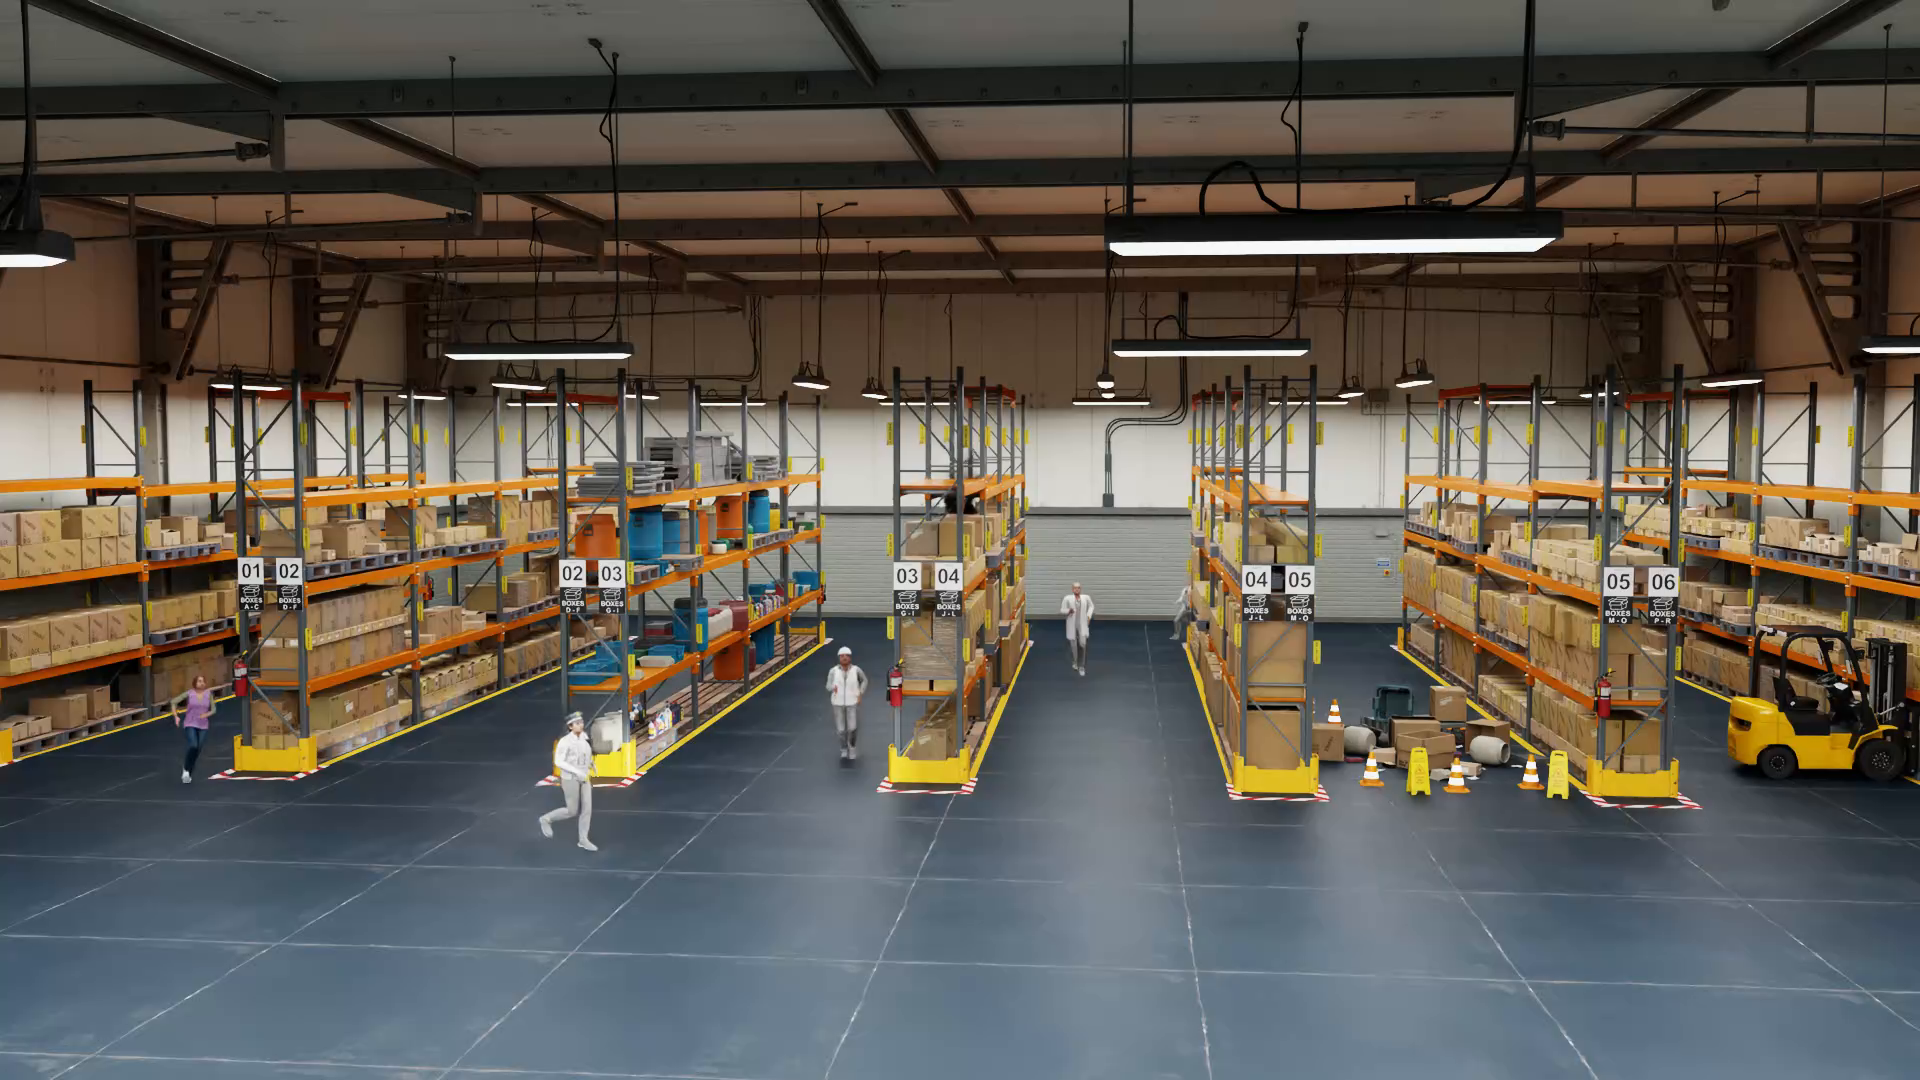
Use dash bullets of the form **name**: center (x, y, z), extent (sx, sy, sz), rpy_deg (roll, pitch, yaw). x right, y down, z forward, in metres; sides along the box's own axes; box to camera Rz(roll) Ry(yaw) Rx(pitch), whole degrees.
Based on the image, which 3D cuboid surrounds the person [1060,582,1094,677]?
- **person**: center (2.357, 1.887, 33.341), extent (0.688, 1.679, 0.745), rpy_deg (0, 4, 1)

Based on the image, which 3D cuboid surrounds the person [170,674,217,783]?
- **person**: center (-11.042, 2.723, 24.054), extent (0.584, 1.551, 0.545), rpy_deg (3, 5, 43)

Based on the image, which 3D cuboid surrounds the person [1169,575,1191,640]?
- **person**: center (5.509, 1.667, 40.792), extent (0.768, 1.642, 0.732), rpy_deg (1, 4, 11)

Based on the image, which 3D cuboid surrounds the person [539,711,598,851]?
- **person**: center (-4.727, 2.918, 20.288), extent (0.781, 1.695, 0.624), rpy_deg (2, 4, 29)

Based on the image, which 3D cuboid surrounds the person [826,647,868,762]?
- **person**: center (-1.753, 2.536, 25.603), extent (0.642, 1.767, 0.647), rpy_deg (0, 4, 2)
